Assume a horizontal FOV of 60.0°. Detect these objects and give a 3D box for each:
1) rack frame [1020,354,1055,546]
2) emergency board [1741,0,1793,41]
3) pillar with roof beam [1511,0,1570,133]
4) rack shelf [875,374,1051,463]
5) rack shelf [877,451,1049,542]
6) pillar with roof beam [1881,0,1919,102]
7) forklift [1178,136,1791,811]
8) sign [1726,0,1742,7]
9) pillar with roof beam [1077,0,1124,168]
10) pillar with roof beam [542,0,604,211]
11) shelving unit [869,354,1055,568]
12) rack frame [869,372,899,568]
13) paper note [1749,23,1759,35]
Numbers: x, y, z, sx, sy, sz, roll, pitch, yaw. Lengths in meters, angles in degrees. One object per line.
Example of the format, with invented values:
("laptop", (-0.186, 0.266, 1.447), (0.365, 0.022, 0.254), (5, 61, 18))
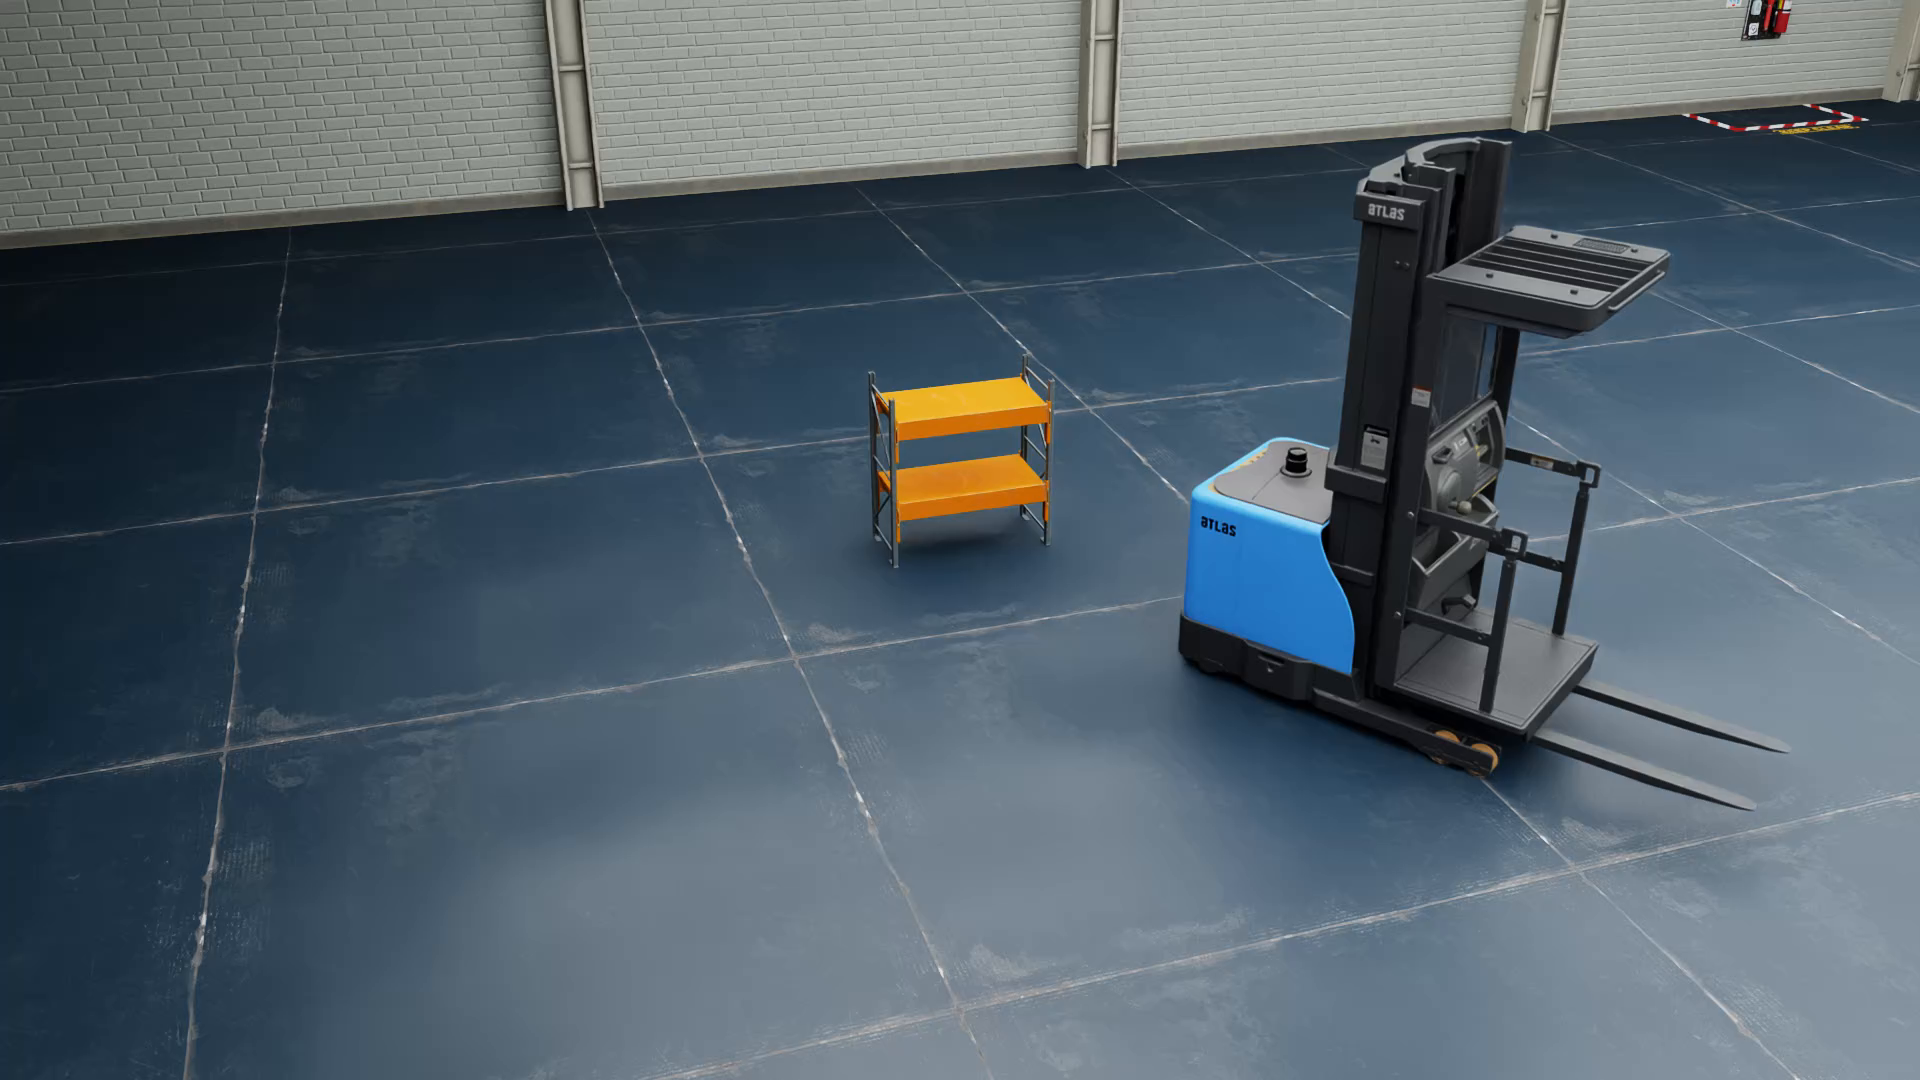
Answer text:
("rack frame", (0.490, -0.575, 10.643), (0.032, 1.125, 0.500), (-8, 28, -16))
("emergency board", (10.669, -7.133, 21.745), (0.643, 1.169, 0.194), (-8, 28, -16))
("pillar with roof beam", (8.659, -7.498, 15.734), (0.400, 9.000, 9.100), (-8, 28, -16))
("rack shelf", (0.006, -0.767, 10.372), (1.000, 0.278, 0.538), (-8, 28, -16))
("rack shelf", (0.006, -0.286, 10.610), (1.000, 0.278, 0.538), (-8, 28, -16))
("pillar with roof beam", (14.364, -8.324, 17.398), (0.400, 9.000, 9.100), (-8, 28, -16))
("forklift", (2.698, -0.389, 8.237), (3.031, 2.935, 1.130), (19, 32, 34))
("sign", (10.112, -7.117, 21.672), (0.234, 0.329, 0.001), (-8, 28, -16))
("pillar with roof beam", (2.954, -6.672, 14.069), (0.400, 9.000, 9.100), (-8, 28, -16))
("pillar with roof beam", (-2.751, -5.846, 12.405), (0.400, 9.000, 9.100), (-8, 28, -16))
("shelving unit", (0.006, -0.505, 10.502), (1.048, 1.125, 0.538), (-8, 28, -16))
("rack frame", (-0.477, -0.435, 10.361), (0.032, 1.125, 0.500), (-8, 28, -16))
("paper note", (10.480, -6.744, 21.951), (0.142, 0.148, 0.016), (-8, 28, -16))
